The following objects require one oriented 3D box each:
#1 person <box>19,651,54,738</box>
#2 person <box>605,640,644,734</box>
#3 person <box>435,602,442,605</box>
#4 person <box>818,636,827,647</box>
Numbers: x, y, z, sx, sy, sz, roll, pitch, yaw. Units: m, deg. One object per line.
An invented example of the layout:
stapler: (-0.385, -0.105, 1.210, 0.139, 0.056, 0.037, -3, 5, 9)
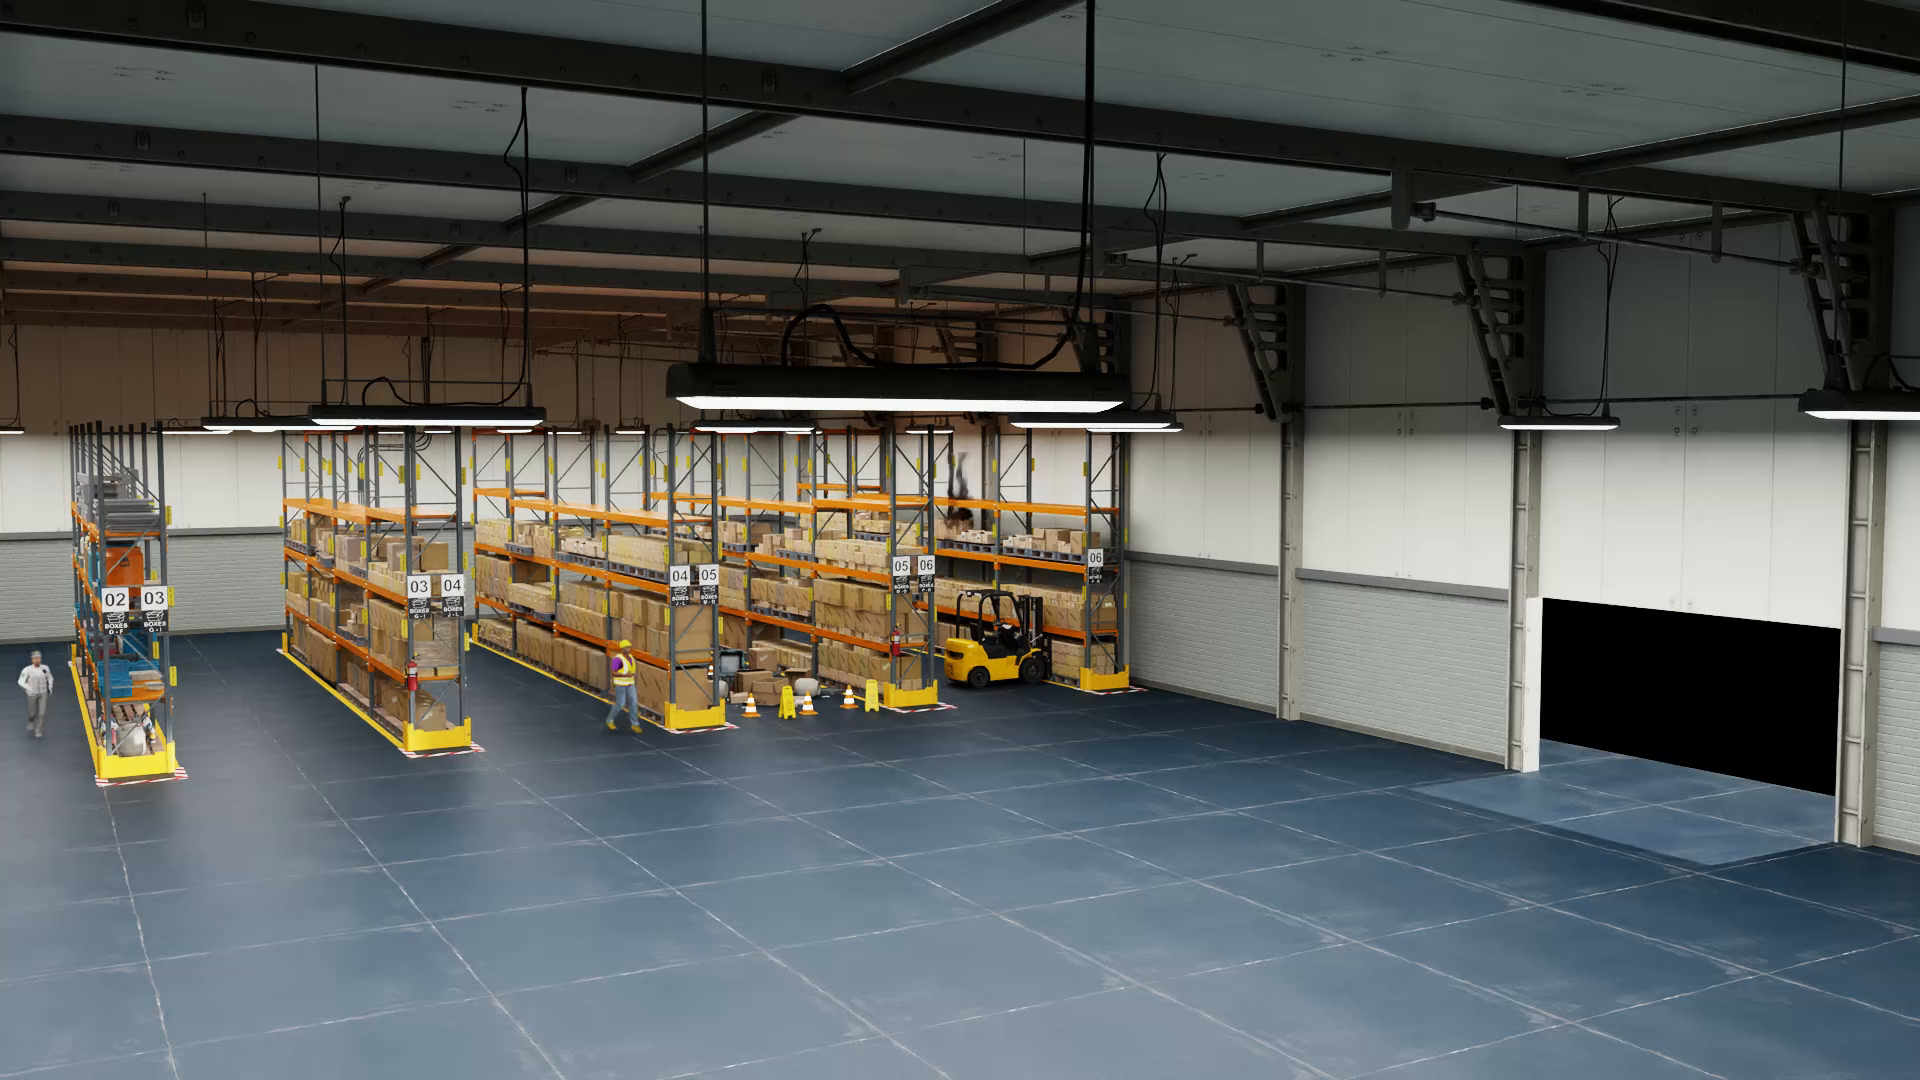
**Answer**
person: (-17.620, 2.934, 31.751, 0.609, 1.649, 0.611, -3, 5, -40)
person: (-6.521, 2.844, 32.281, 0.825, 1.819, 0.724, 2, 4, 31)
person: (-14.412, 2.018, 45.670, 0.694, 1.803, 0.864, -1, 4, -16)
person: (-3.736, 2.190, 44.995, 0.662, 1.556, 1.068, -2, 4, -27)
